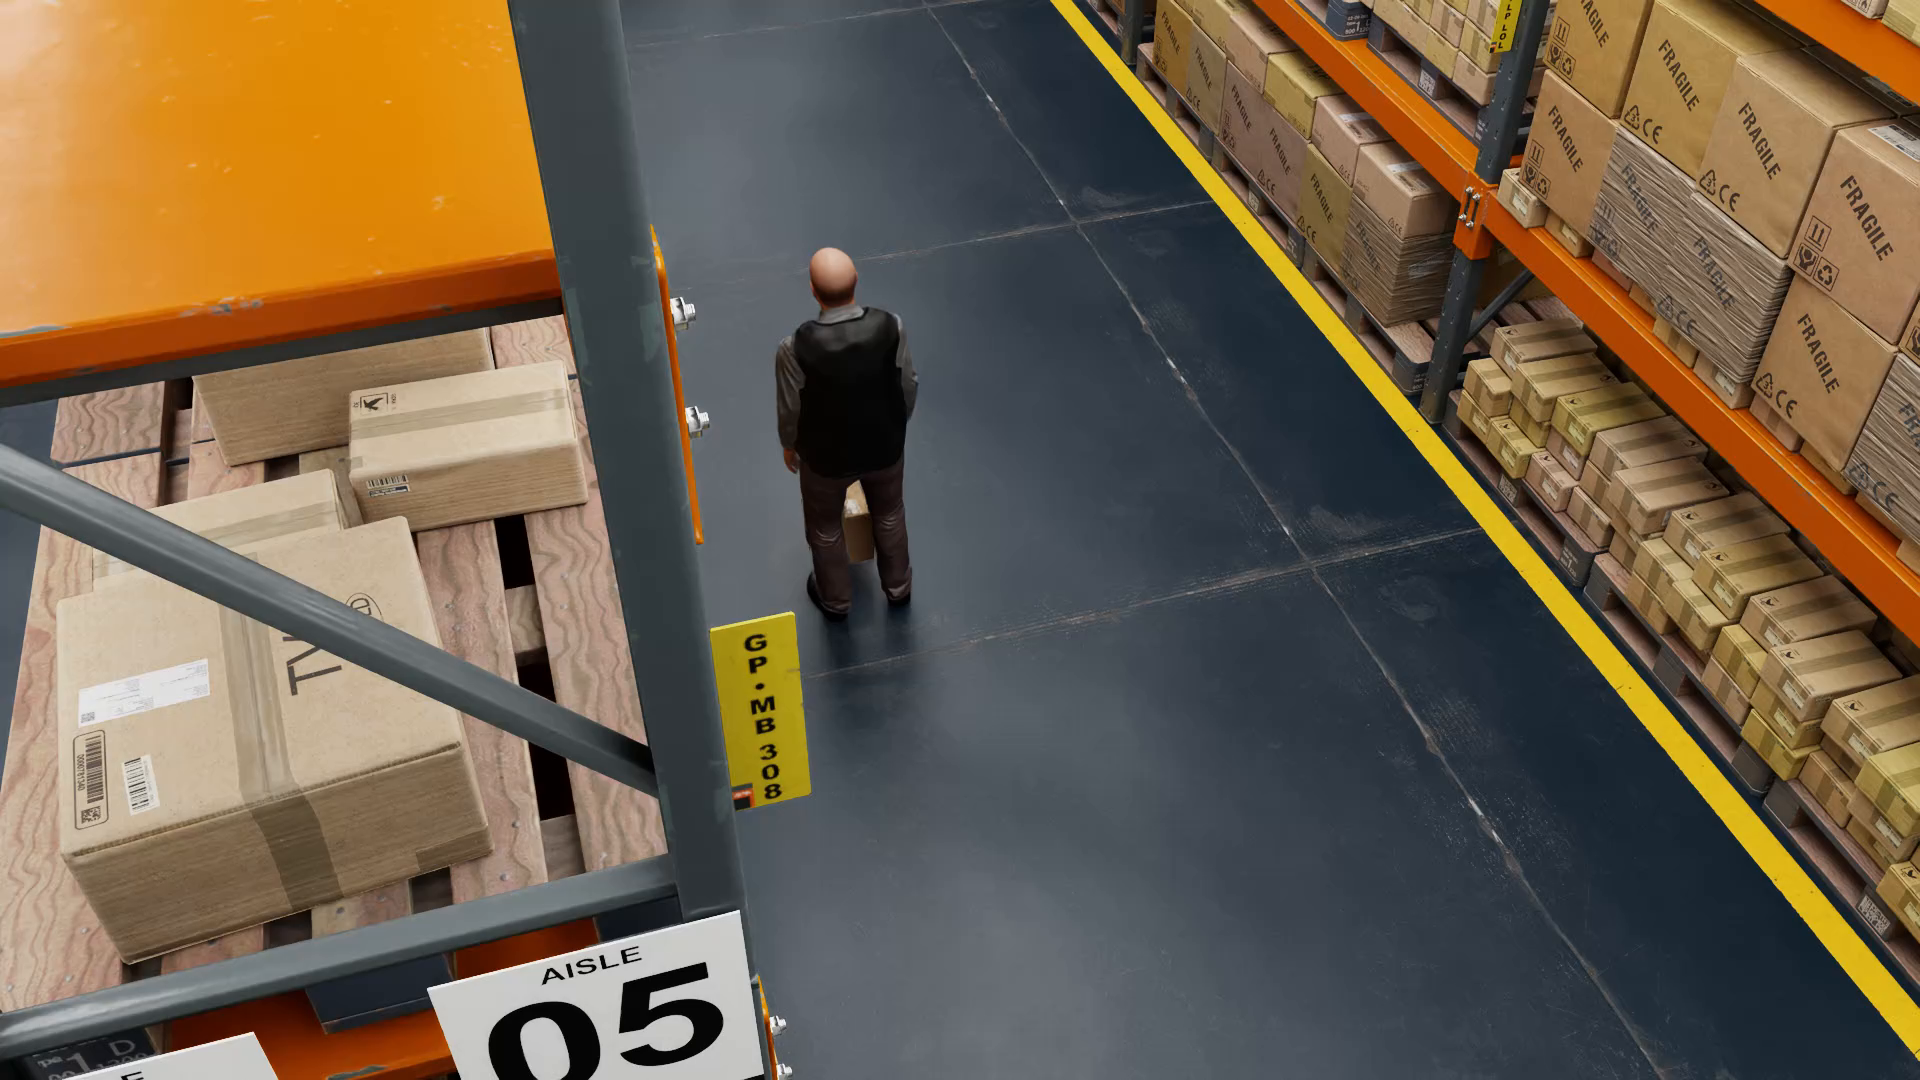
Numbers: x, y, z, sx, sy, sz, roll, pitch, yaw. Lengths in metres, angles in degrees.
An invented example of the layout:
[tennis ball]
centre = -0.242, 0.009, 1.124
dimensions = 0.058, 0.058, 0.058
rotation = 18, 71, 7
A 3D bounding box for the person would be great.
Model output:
[person]
centre = -0.437, -0.370, 6.589
dimensions = 0.568, 1.722, 0.424
rotation = -13, 44, -14
